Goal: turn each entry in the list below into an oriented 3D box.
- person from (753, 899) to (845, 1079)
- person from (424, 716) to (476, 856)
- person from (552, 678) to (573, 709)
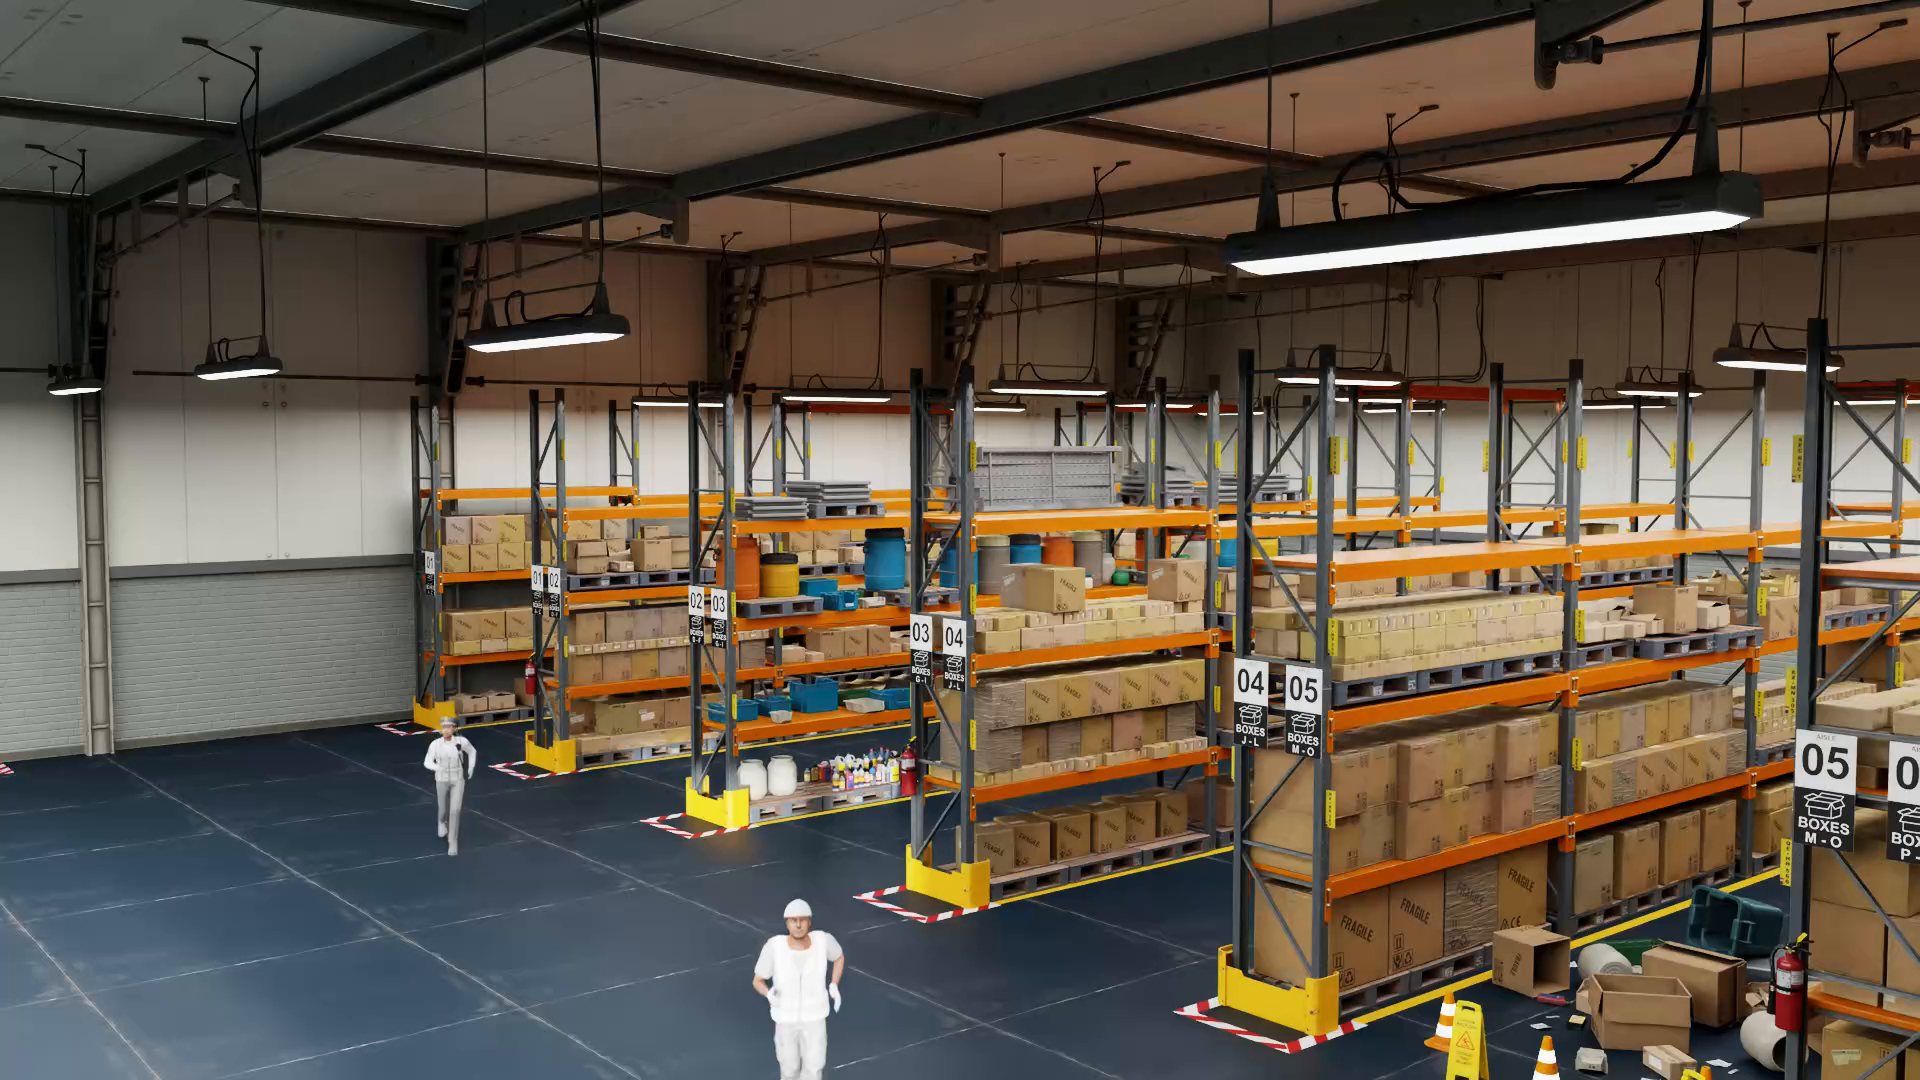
[{"bbox_3d":[-1.186,3.535,12.288,0.682,1.792,0.985,0,3,-6],"label":"person"},{"bbox_3d":[-6.475,3.072,21.150,0.622,1.707,0.935,-1,3,-13],"label":"person"},{"bbox_3d":[-6.754,2.677,28.617,0.503,1.644,0.710,2,4,36],"label":"person"}]
